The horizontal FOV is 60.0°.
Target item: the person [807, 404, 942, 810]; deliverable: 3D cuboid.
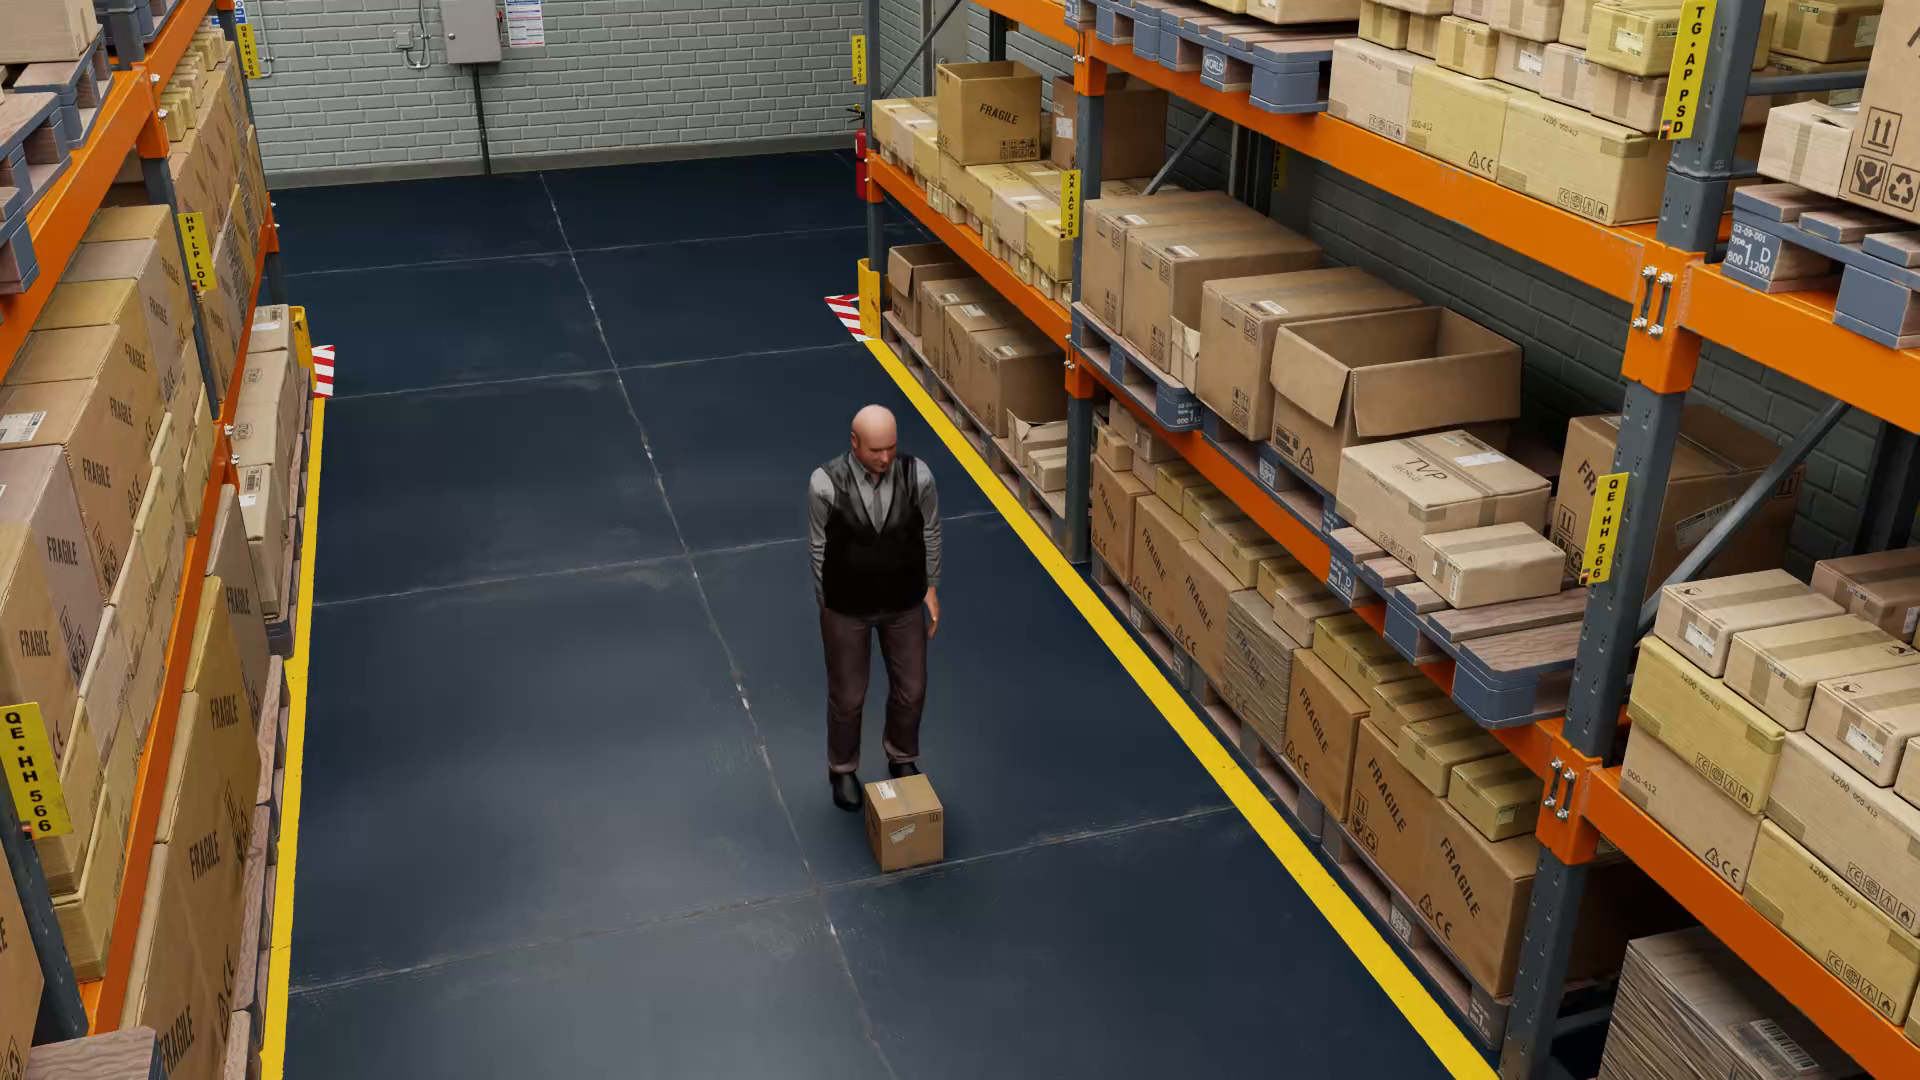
[{"bbox_3d":[-0.327,0.313,6.666,0.536,1.591,0.356,-8,27,-15],"label":"person"}]
